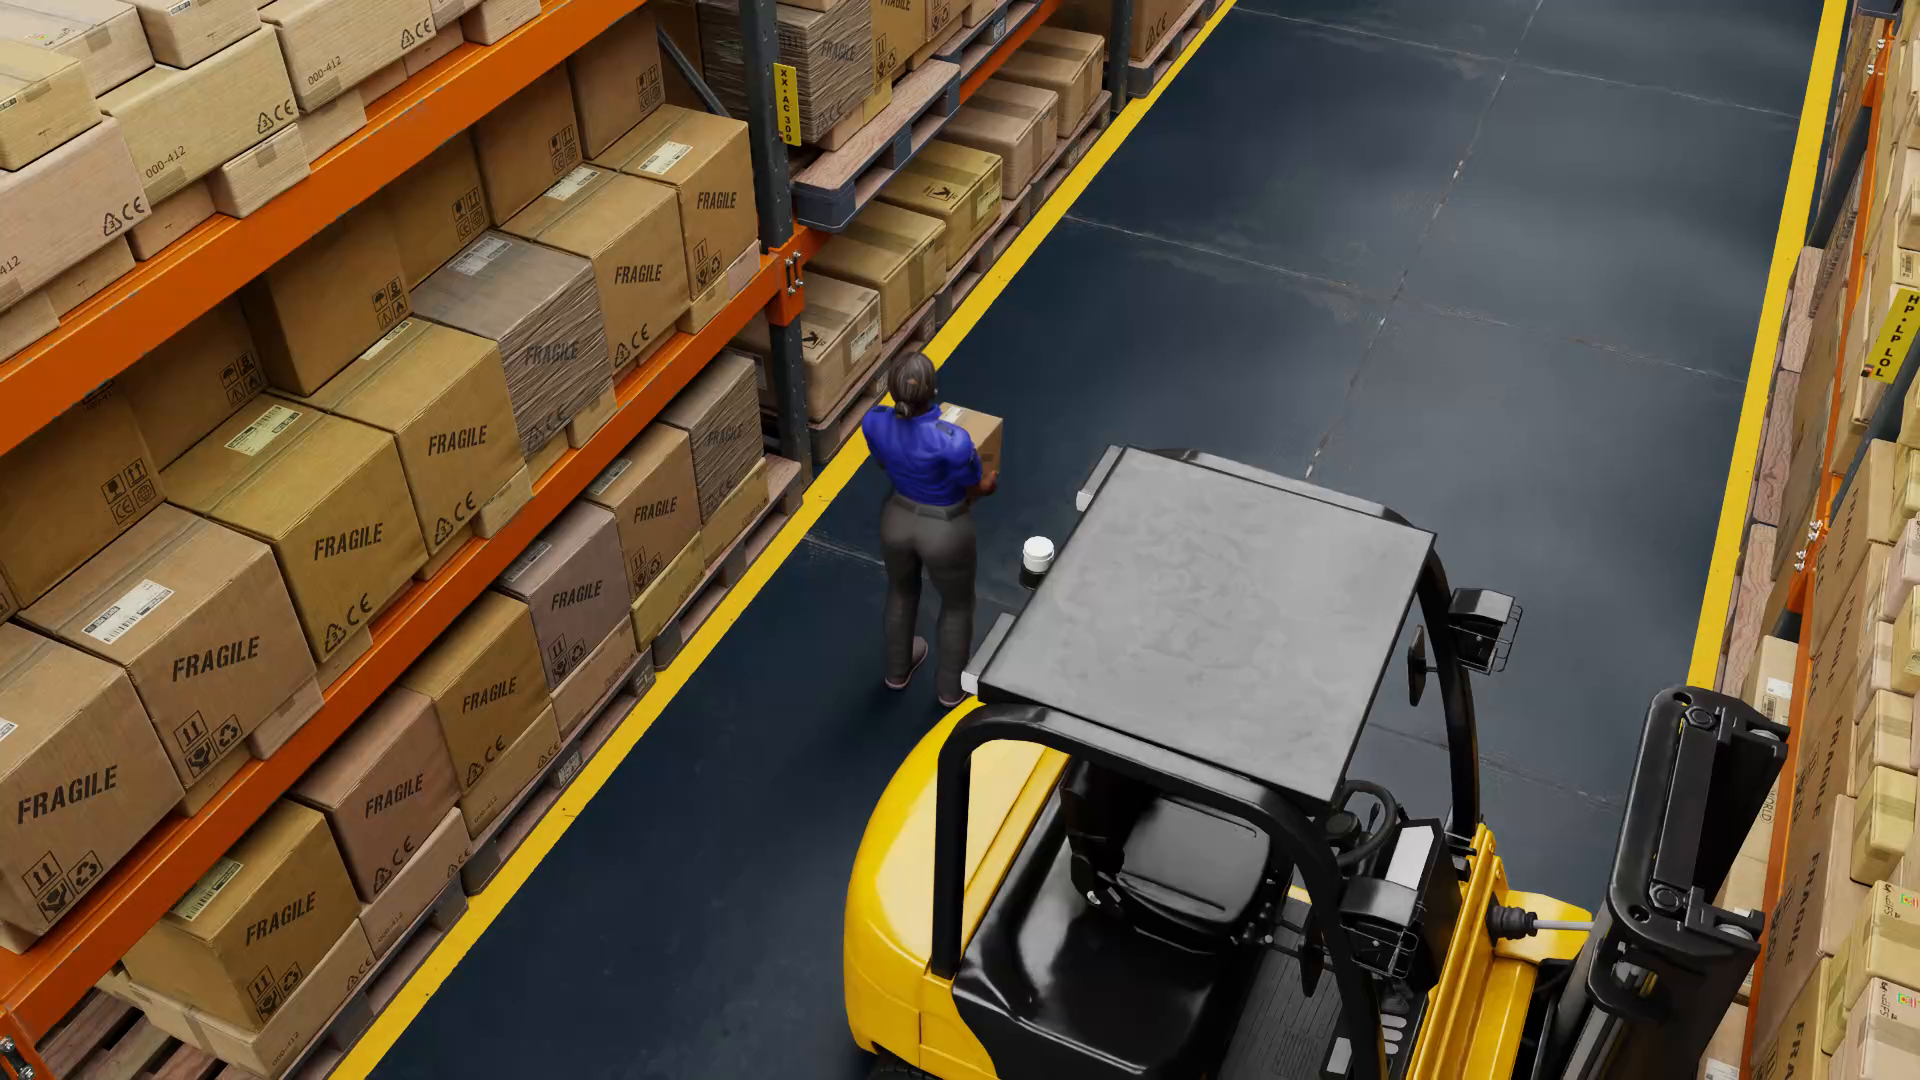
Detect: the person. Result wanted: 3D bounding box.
[{"bbox_3d":[-0.087,-0.086,6.267,0.451,1.649,0.514,18,45,18],"label":"person"}]
